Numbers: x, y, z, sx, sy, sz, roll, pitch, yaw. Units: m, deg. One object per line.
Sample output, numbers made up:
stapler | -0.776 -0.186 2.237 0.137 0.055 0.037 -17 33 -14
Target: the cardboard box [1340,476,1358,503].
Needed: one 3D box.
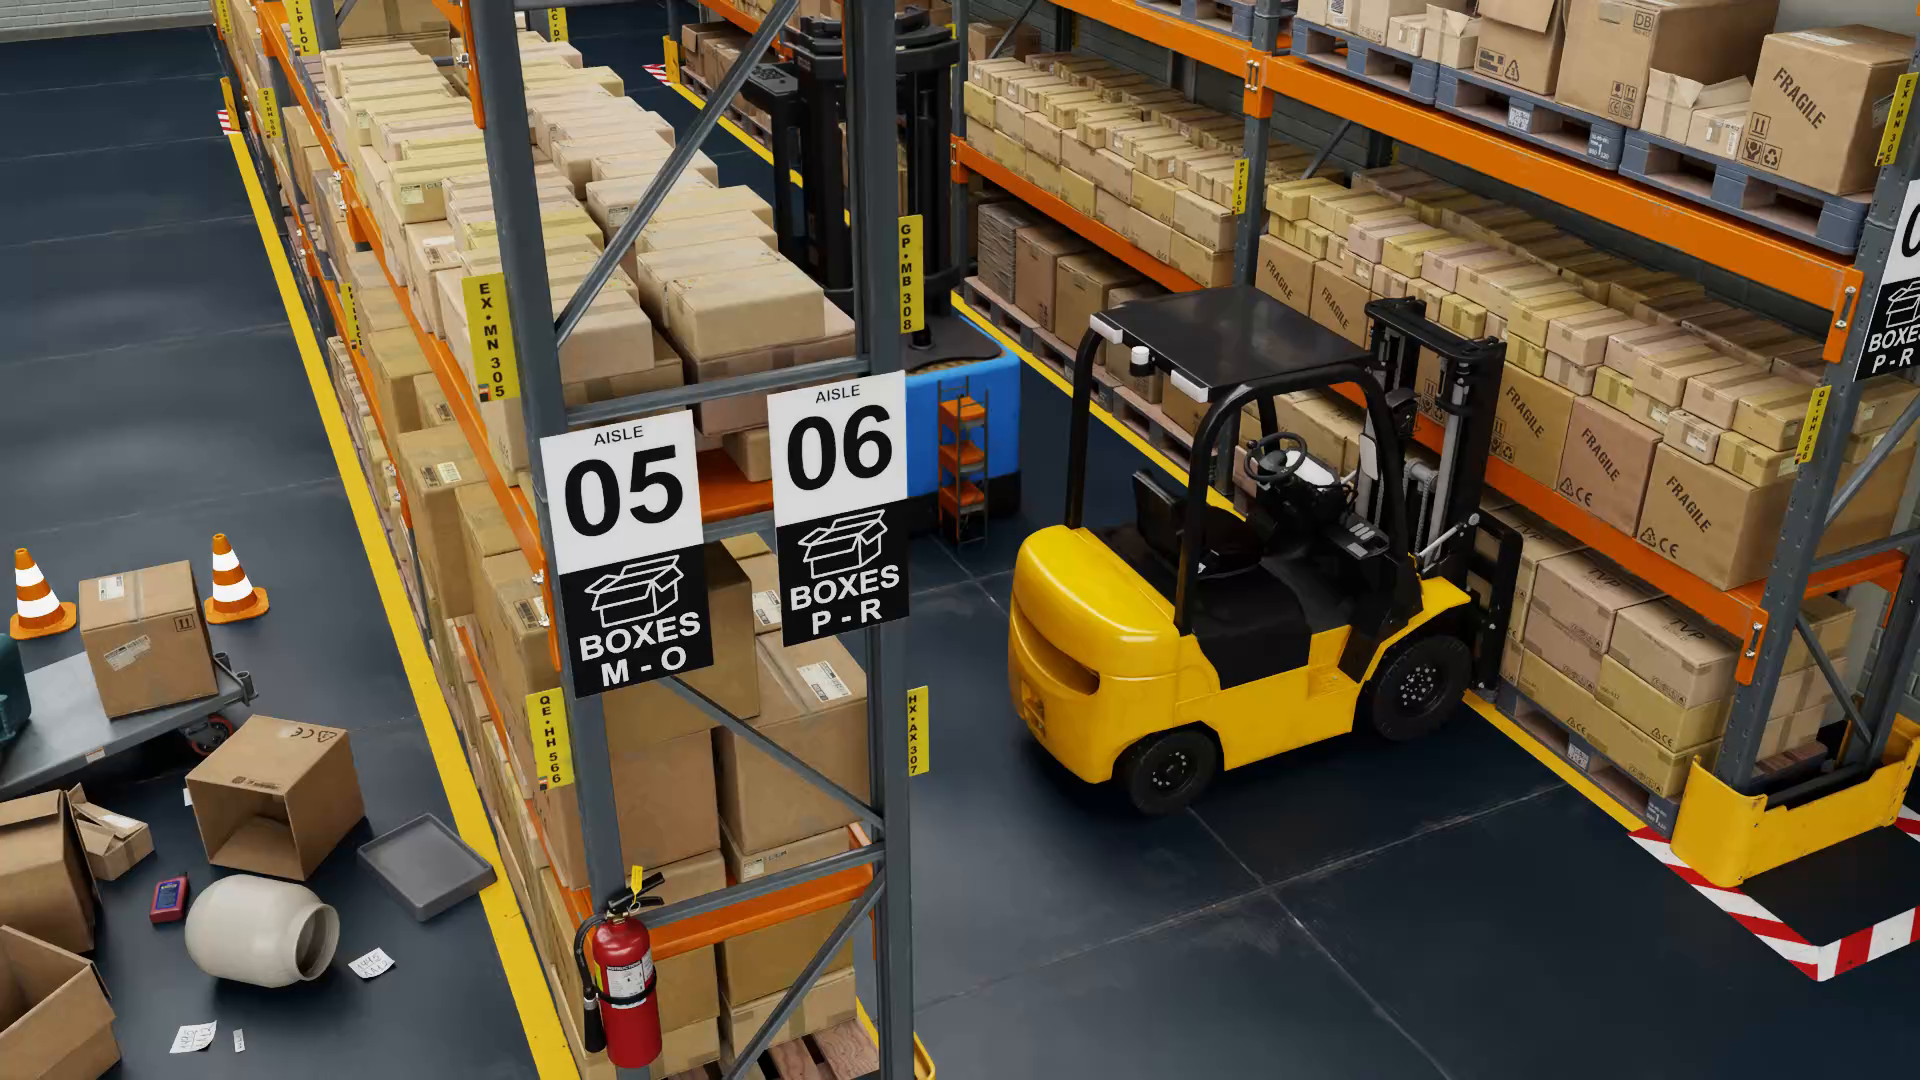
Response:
cardboard box | 2.481 -0.193 9.372 0.500 0.250 0.500 -13 32 -22

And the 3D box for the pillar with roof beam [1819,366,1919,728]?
pillar with roof beam | 0.473 -2.159 4.873 9.100 9.000 0.400 -13 32 -22

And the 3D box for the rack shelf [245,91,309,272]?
rack shelf | -4.928 -3.009 13.258 1.077 0.370 4.000 -13 32 -22

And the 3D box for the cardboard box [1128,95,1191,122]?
cardboard box | 1.411 -3.035 11.802 0.380 0.149 0.250 -12 31 -21

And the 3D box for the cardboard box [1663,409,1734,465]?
cardboard box | 3.308 -0.477 7.241 0.380 0.149 0.250 -13 32 -21

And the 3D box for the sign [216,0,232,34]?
sign | -6.287 -4.501 14.217 0.100 0.325 0.005 -13 32 -22

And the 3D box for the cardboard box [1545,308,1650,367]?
cardboard box | 2.980 -0.949 7.780 0.380 0.149 0.250 -12 32 -21

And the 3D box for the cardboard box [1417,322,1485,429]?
cardboard box | 2.738 -0.833 8.539 0.500 0.500 0.500 -13 32 -22

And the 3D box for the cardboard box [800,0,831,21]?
cardboard box | -1.077 -4.988 15.519 0.700 0.500 0.500 -13 32 -21

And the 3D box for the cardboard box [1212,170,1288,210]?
cardboard box | 1.782 -2.147 10.220 0.380 0.149 0.250 -12 31 -20

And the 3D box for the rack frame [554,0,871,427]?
rack frame | -0.632 -1.523 3.738 0.949 2.616 0.053 -13 32 -22

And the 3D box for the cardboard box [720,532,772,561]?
cardboard box | -1.033 0.201 6.392 0.500 0.500 0.500 -14 32 -23

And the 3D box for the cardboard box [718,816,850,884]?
cardboard box | -0.594 1.010 5.611 0.380 0.149 0.250 -13 32 -22

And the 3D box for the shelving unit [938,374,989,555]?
shelving unit | 0.019 -0.445 9.943 0.215 1.050 0.252 -14 32 -24

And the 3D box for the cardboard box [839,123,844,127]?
cardboard box | -1.063 -3.849 16.147 0.500 0.500 0.500 -14 32 -23

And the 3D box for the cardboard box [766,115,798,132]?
cardboard box | -1.810 -4.374 17.443 0.380 0.149 0.250 -14 32 -23

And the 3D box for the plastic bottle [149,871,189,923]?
plastic bottle | -3.492 1.573 7.355 0.133 0.061 0.283 -8 30 -13

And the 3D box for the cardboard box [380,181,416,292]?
cardboard box | -1.759 -1.121 5.937 0.500 0.250 0.500 -13 32 -22

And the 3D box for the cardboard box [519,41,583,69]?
cardboard box | -1.838 -2.026 7.144 0.380 0.149 0.250 -14 32 -23

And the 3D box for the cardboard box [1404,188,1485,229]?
cardboard box | 2.735 -1.861 9.406 0.380 0.149 0.250 -13 32 -22

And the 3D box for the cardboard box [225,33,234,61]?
cardboard box | -6.671 -4.846 15.697 0.500 0.500 0.500 -14 32 -23

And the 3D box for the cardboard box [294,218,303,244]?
cardboard box | -5.448 -3.206 14.616 0.875 0.875 0.875 -12 31 -20

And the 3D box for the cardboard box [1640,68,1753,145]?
cardboard box | 3.108 -1.840 6.977 0.396 0.266 0.258 -13 32 -22

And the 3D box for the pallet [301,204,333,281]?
pallet | -3.667 -2.063 11.032 1.213 0.211 1.003 -13 32 -22

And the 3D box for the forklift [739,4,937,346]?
forklift | -0.743 -1.980 10.757 1.121 2.935 3.031 -14 32 -24

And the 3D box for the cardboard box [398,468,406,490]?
cardboard box | -2.507 -0.357 8.049 0.380 0.149 0.250 -13 32 -22

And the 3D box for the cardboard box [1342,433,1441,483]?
cardboard box | 2.488 -0.411 9.249 0.500 0.250 0.500 -12 31 -20

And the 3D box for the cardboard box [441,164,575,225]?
cardboard box | -1.499 -1.124 5.535 0.380 0.149 0.250 -14 32 -23

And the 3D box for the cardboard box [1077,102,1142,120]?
cardboard box | 1.045 -2.945 11.642 0.380 0.149 0.250 -13 32 -22

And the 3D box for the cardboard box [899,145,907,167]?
cardboard box | -0.319 -3.390 14.665 0.380 0.149 0.250 -12 31 -21

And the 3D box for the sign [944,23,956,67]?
sign | -0.074 -3.836 12.894 0.100 0.325 0.005 -13 32 -22

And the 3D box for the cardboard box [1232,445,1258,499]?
cardboard box | 2.038 -0.417 10.282 0.500 0.250 0.500 -13 32 -21

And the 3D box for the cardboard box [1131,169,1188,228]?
cardboard box | 1.460 -2.258 10.825 0.500 0.250 0.500 -14 32 -23

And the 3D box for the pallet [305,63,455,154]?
pallet | -2.521 -2.194 8.194 1.213 0.211 1.003 -13 32 -22

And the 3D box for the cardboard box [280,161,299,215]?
cardboard box | -4.521 -2.543 11.844 0.500 0.250 0.500 -14 32 -24

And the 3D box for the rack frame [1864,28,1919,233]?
rack frame | 3.846 -2.566 5.599 1.000 3.000 0.127 -13 32 -22

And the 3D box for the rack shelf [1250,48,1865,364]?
rack shelf | 2.988 -1.828 8.084 1.077 0.370 4.000 -13 32 -22

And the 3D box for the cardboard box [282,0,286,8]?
cardboard box | -4.088 -3.463 10.522 0.380 0.149 0.250 -13 32 -22

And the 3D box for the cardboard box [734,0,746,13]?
cardboard box | -2.158 -5.677 17.537 0.380 0.149 0.250 -14 32 -23

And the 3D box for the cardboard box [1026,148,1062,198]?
cardboard box | 0.821 -2.721 12.162 0.500 0.250 0.500 -14 32 -24

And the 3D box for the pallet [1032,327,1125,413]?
pallet | 1.250 -1.357 12.427 1.003 0.211 1.213 -13 32 -22

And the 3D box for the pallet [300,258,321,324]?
pallet | -4.860 -2.125 13.798 1.003 0.211 1.213 -13 32 -22

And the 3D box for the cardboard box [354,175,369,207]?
cardboard box | -2.380 -1.554 7.118 0.380 0.149 0.250 -13 32 -22

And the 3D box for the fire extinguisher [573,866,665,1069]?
fire extinguisher | -1.002 1.275 4.961 0.296 0.674 0.183 -13 32 -22

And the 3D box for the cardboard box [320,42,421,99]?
cardboard box | -2.512 -2.011 7.118 0.380 0.149 0.250 -14 32 -23

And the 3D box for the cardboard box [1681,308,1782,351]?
cardboard box | 3.594 -0.948 7.777 0.380 0.149 0.250 -13 32 -22

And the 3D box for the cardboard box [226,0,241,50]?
cardboard box | -5.857 -4.431 13.934 0.500 0.500 0.500 -13 32 -21

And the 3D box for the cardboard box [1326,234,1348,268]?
cardboard box | 2.278 -1.624 9.286 0.380 0.149 0.250 -13 32 -22

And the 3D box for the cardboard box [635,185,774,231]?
cardboard box | -0.818 -1.010 5.332 0.380 0.149 0.250 -13 32 -22

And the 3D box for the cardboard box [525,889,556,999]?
cardboard box | -1.440 1.579 6.721 0.500 0.250 0.500 -13 32 -22

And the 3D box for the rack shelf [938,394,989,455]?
rack shelf | 0.019 -0.683 9.809 0.215 0.259 0.240 -14 32 -24

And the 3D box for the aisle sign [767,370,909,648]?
aisle sign | -0.328 -0.077 4.636 0.394 0.787 0.004 -13 32 -22

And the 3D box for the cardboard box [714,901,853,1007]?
cardboard box | -0.742 1.359 6.348 0.500 0.500 0.500 -14 32 -24

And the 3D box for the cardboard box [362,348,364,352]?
cardboard box | -3.063 -1.142 9.020 0.380 0.149 0.250 -14 32 -23
